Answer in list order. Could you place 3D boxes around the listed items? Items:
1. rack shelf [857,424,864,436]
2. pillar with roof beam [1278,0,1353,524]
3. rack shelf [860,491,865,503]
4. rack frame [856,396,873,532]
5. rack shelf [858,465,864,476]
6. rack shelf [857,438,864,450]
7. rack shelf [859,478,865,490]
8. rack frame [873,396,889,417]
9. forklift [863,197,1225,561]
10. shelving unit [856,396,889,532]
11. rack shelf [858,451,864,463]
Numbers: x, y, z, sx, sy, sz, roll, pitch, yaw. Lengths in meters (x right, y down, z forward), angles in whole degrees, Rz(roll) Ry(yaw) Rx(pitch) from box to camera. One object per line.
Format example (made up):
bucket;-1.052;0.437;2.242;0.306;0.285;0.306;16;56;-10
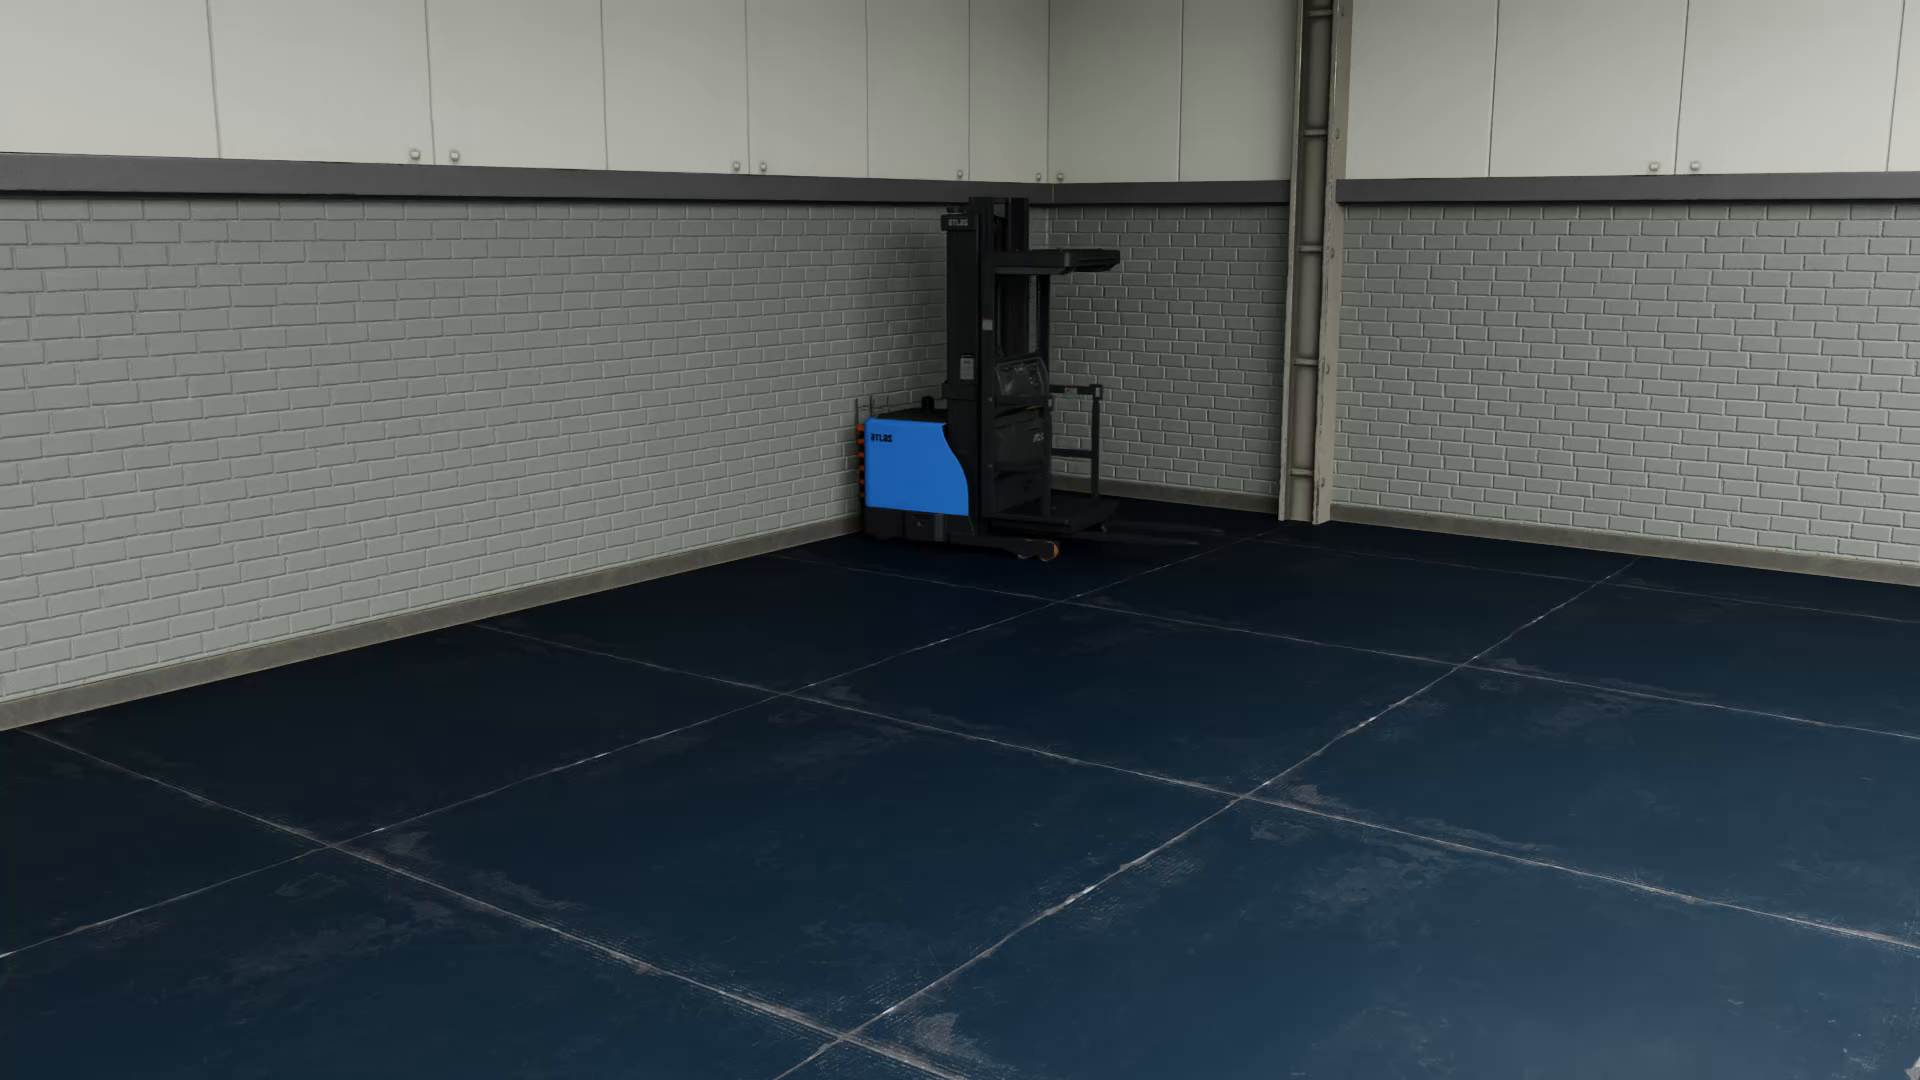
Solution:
rack shelf;-0.770;-0.986;14.792;0.180;0.103;0.258;4;12;32
pillar with roof beam;0.663;-3.948;11.243;0.400;9.000;9.100;8;13;36
rack shelf;-0.751;-0.395;14.895;0.180;0.103;0.258;4;12;32
rack frame;-0.837;-0.681;14.894;0.006;1.200;0.240;4;12;32
rack shelf;-0.758;-0.632;14.854;0.180;0.103;0.258;4;12;32
rack shelf;-0.766;-0.868;14.813;0.180;0.103;0.258;4;12;32
rack shelf;-0.755;-0.514;14.874;0.180;0.103;0.258;4;12;32
rack frame;-0.682;-0.670;14.798;0.006;1.200;0.240;4;12;32
forklift;0.704;-1.380;13.946;3.031;2.935;1.130;6;12;27
shelving unit;-0.760;-0.675;14.846;0.189;1.200;0.258;4;12;32
rack shelf;-0.762;-0.750;14.833;0.180;0.103;0.258;4;12;32
